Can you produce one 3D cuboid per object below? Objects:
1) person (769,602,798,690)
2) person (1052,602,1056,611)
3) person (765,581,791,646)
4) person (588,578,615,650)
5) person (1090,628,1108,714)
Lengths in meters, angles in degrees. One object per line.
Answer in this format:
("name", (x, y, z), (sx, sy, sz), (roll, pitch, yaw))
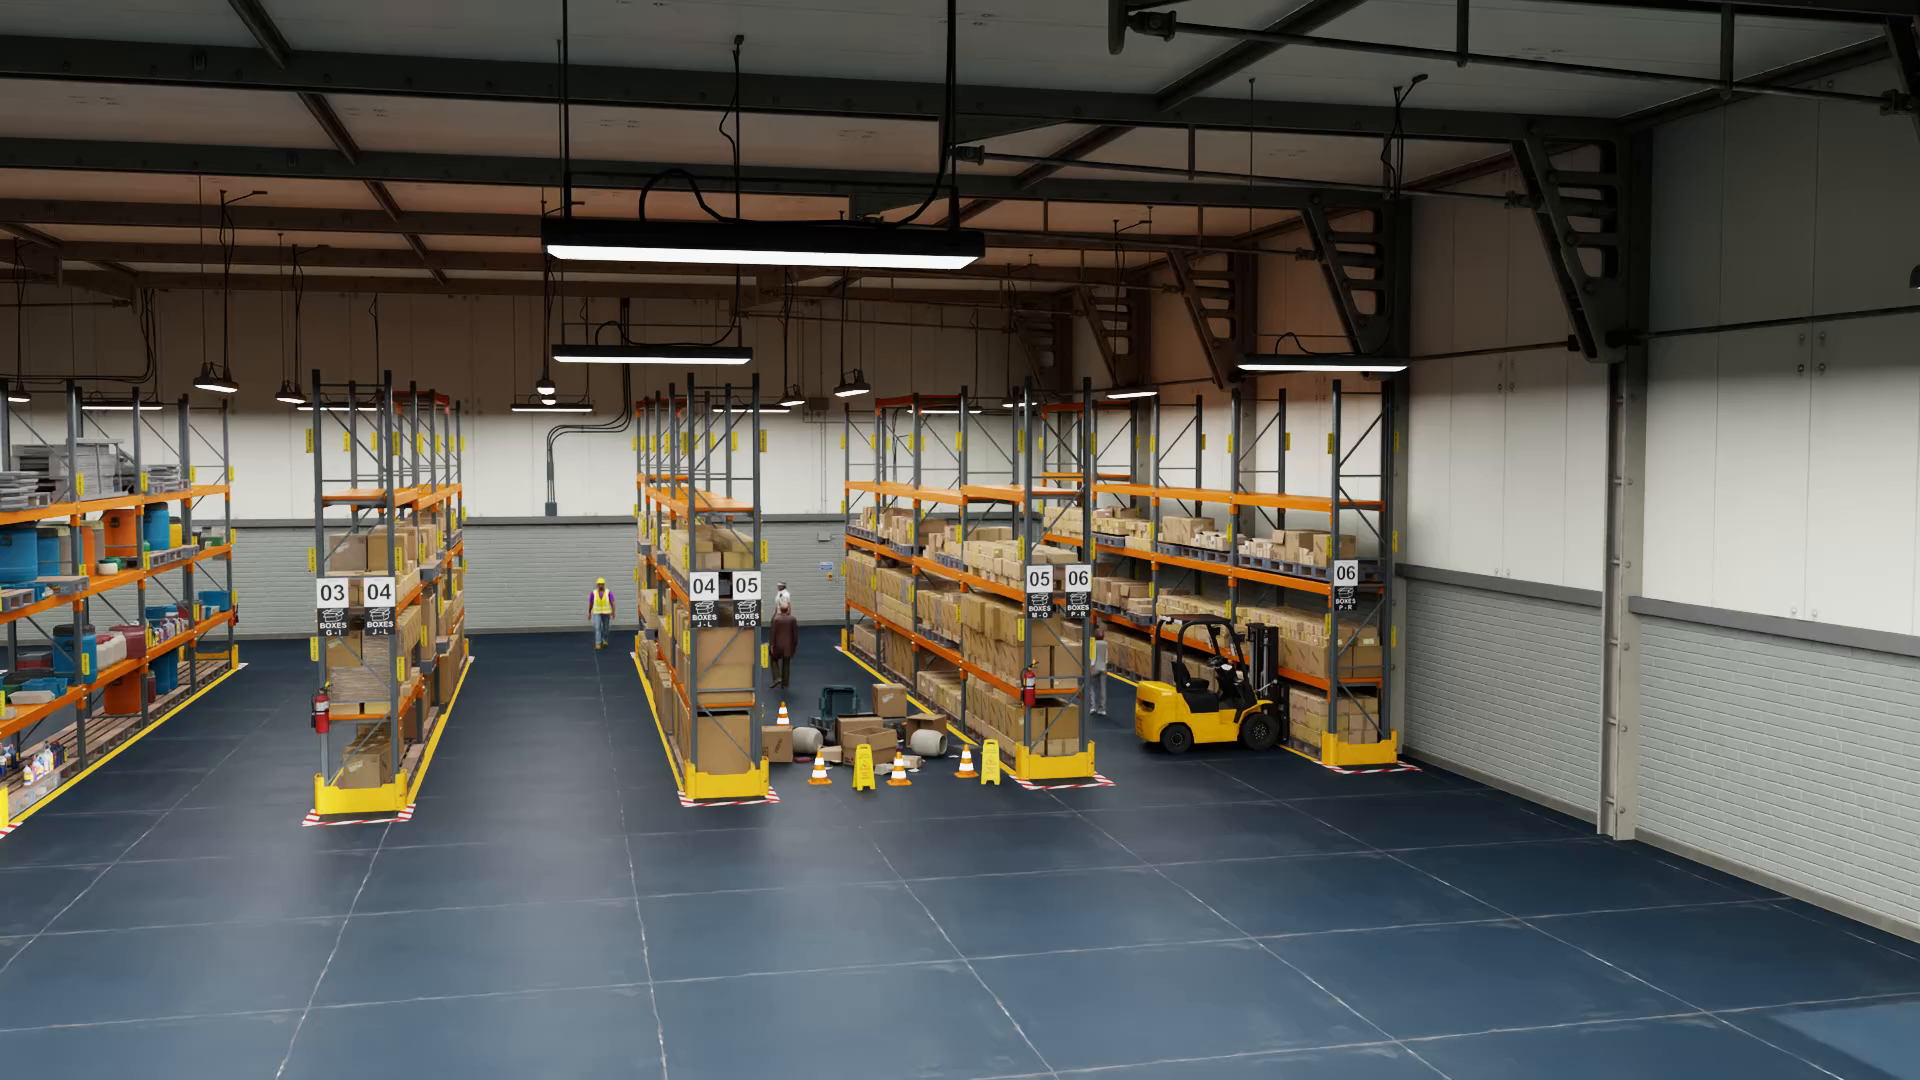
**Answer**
("person", (-3.589, 2.147, 33.817), (0.601, 1.771, 0.487), (-1, 3, -12))
("person", (1.969, 2.050, 36.990), (0.453, 1.633, 0.570), (2, 4, 34))
("person", (-4.409, 1.811, 40.961), (0.885, 1.633, 0.460), (-2, 4, -29))
("person", (-8.751, 1.791, 40.575), (0.660, 1.708, 1.085), (-1, 3, -10))
("person", (2.576, 2.500, 30.786), (0.422, 1.529, 0.622), (-1, 3, -19))
